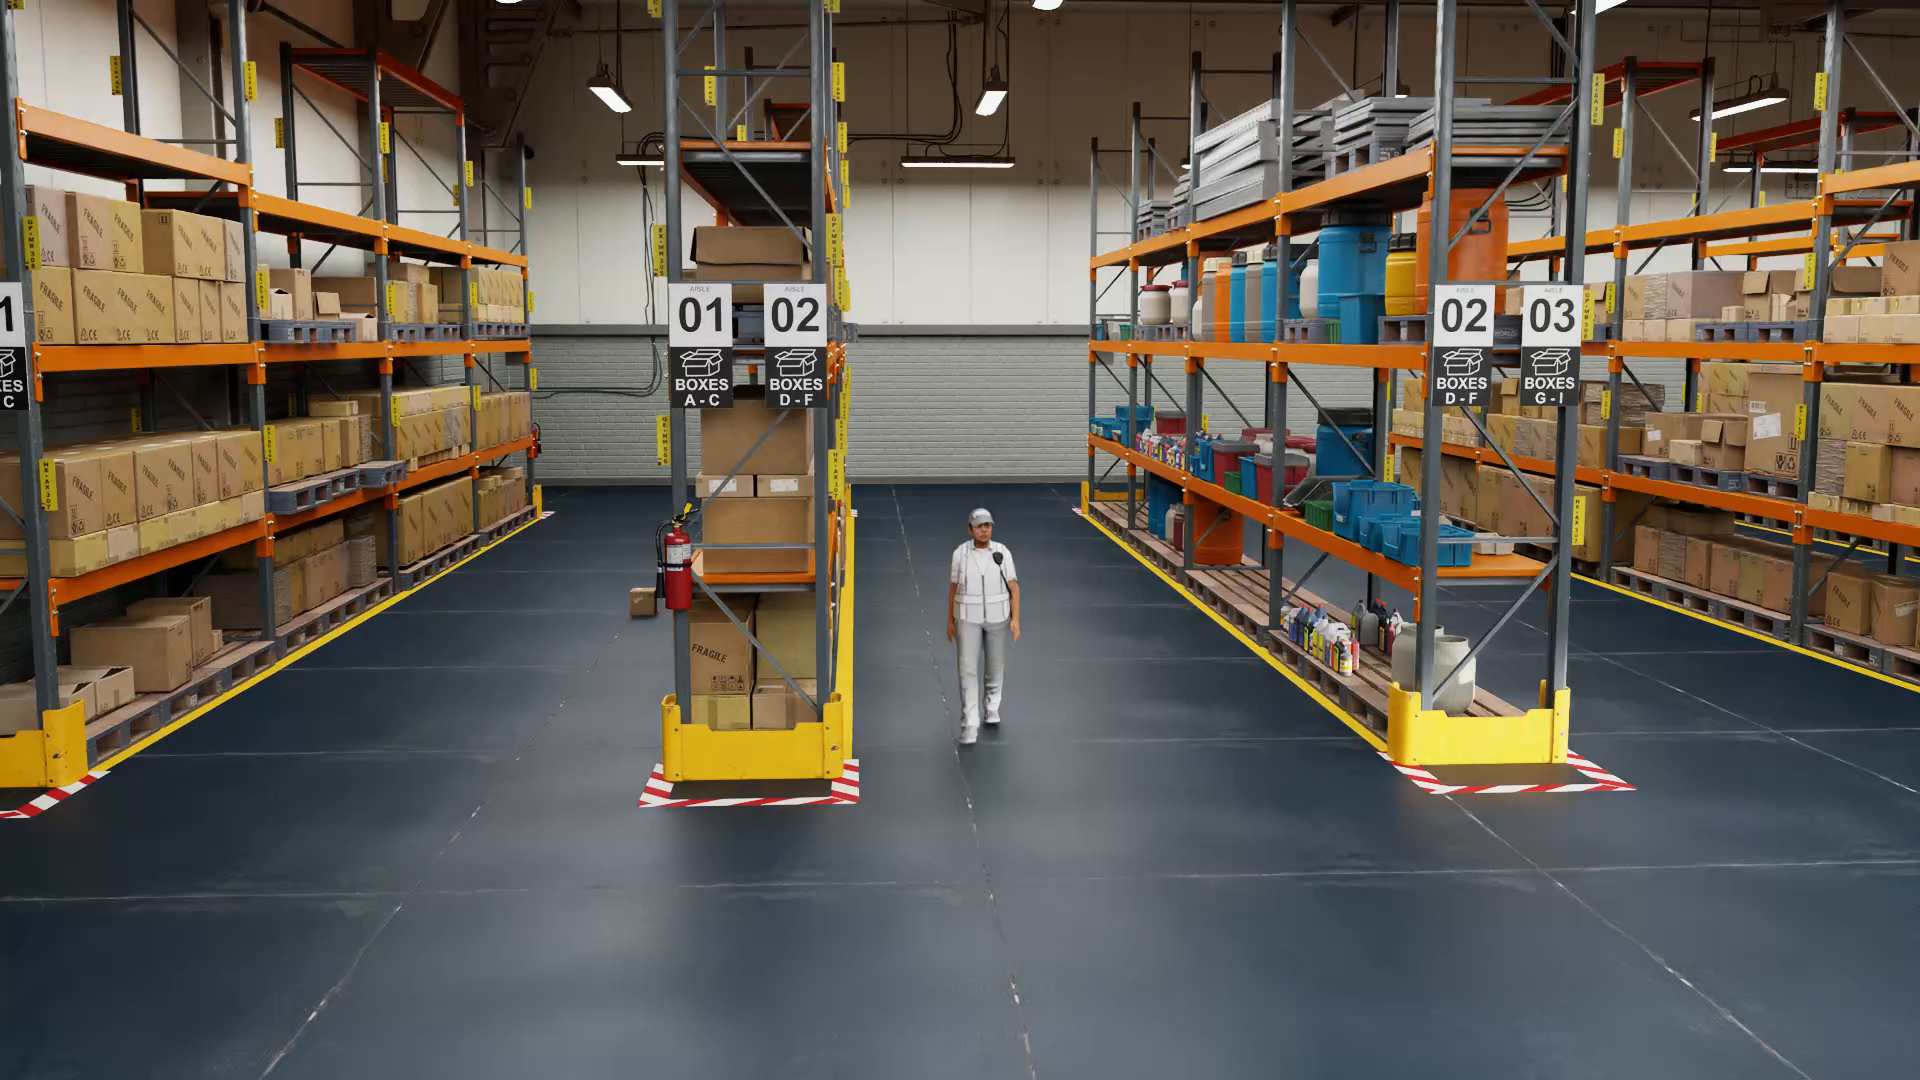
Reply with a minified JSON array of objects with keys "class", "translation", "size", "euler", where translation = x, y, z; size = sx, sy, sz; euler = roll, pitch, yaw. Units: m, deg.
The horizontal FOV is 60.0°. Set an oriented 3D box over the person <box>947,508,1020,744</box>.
[{"class":"person","translation":[0.176,0.583,11.903],"size":[0.510,1.604,0.958],"euler":[-1,7,-5]}]
